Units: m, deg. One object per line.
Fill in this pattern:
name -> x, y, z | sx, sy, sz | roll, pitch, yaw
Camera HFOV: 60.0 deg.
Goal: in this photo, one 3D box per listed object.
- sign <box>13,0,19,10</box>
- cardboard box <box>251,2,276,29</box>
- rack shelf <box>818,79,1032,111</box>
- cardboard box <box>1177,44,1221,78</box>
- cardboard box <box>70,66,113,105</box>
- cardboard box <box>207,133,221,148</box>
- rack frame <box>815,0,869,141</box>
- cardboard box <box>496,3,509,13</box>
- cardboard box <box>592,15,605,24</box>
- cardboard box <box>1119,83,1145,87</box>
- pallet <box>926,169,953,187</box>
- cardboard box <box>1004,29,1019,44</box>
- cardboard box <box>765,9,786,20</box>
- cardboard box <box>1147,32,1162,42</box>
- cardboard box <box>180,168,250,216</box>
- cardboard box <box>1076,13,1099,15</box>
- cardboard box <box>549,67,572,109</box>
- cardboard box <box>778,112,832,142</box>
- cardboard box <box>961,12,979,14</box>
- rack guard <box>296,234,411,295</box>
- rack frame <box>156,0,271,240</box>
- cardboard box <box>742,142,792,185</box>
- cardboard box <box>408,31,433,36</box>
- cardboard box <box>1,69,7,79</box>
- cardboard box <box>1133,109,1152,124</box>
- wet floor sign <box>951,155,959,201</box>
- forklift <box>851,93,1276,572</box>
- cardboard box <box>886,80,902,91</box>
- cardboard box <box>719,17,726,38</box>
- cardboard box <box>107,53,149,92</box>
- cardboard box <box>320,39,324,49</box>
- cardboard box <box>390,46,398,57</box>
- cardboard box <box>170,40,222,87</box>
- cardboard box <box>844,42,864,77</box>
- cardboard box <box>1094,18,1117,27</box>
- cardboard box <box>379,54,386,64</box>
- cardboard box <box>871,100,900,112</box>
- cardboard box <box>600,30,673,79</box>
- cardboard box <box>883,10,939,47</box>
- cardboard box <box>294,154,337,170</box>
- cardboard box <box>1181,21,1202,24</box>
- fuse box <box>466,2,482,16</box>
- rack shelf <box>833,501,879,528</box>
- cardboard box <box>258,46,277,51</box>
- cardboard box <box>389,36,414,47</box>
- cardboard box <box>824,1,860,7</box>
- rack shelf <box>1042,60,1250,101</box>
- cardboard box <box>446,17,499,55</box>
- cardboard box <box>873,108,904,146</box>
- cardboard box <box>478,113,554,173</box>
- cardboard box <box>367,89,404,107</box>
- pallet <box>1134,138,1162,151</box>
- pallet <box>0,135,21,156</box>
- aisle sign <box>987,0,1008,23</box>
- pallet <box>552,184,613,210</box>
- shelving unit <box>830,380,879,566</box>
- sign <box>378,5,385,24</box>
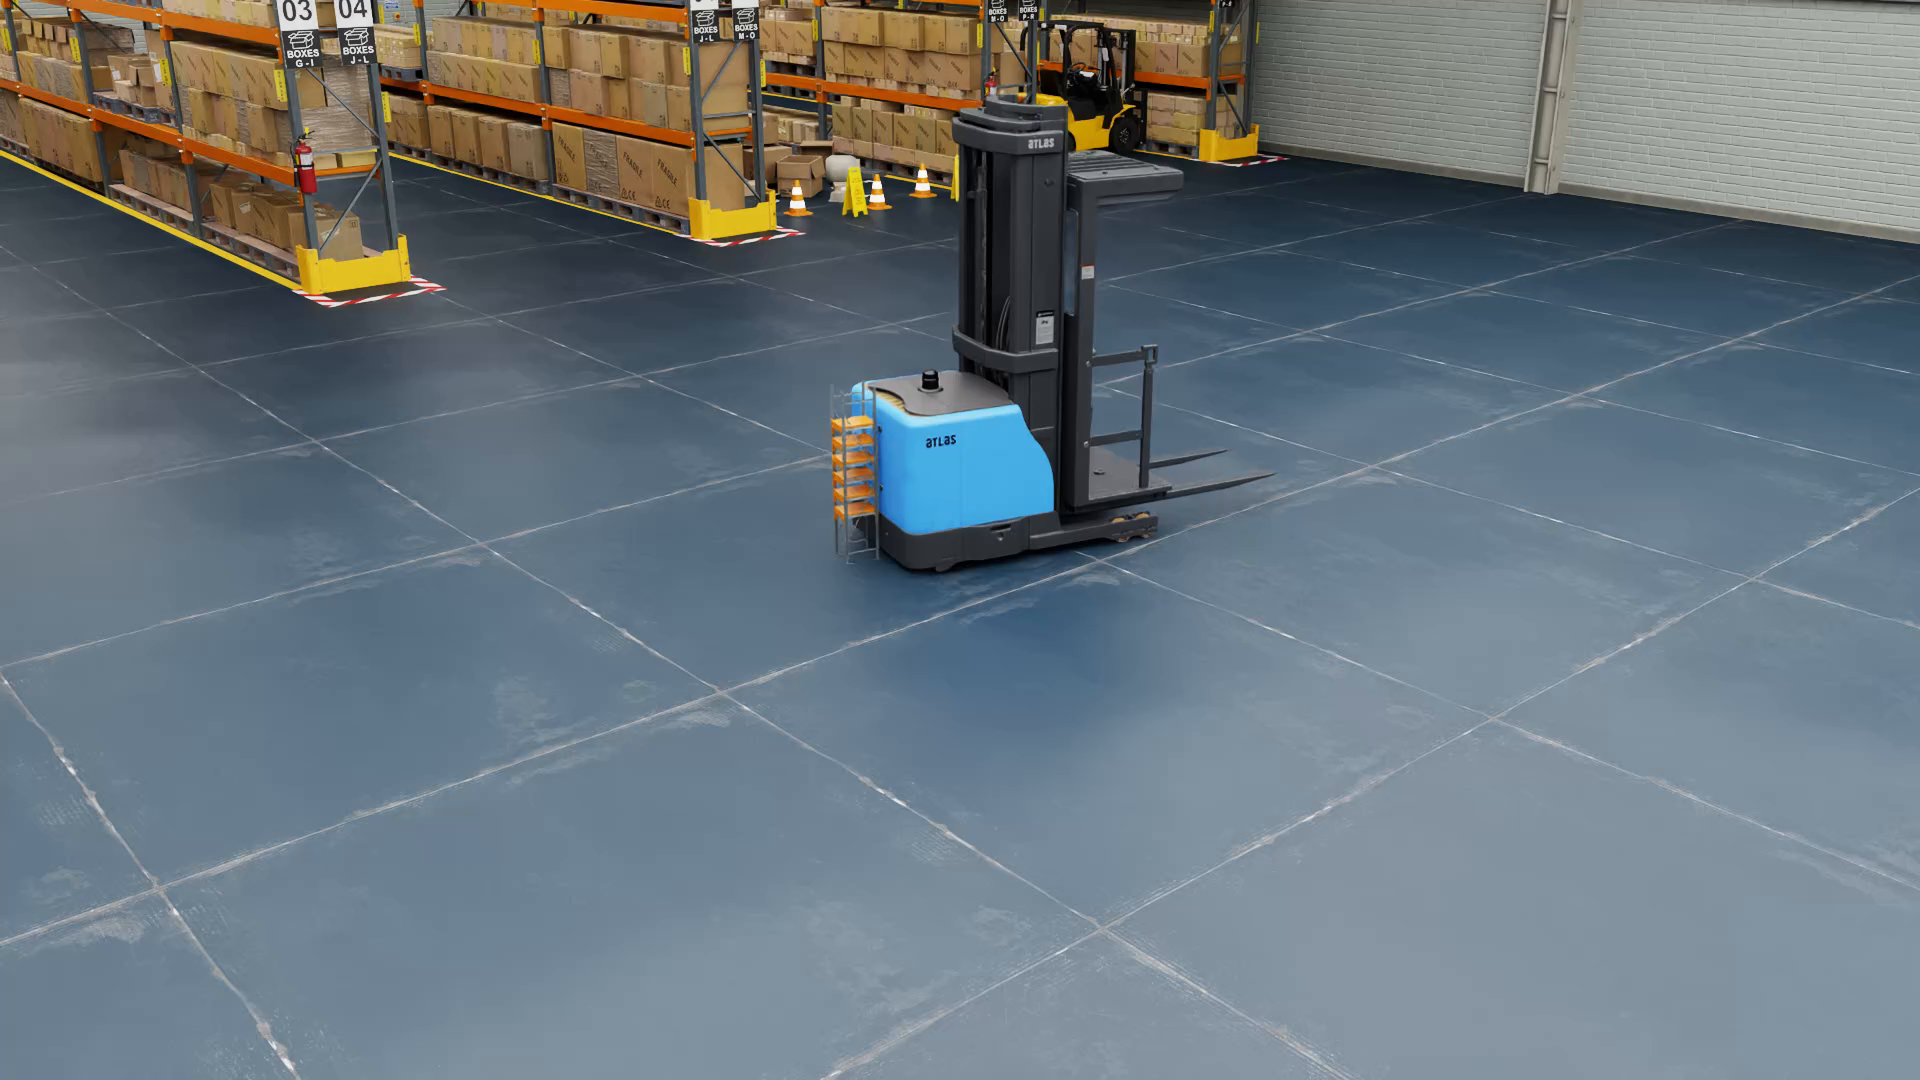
sign -> -16.815, -9.467, 29.628 | 0.100, 0.325, 0.005 | -17, 27, -37
cardboard box -> -7.298, -5.671, 17.942 | 0.500, 0.250, 0.500 | -17, 27, -36
rack shelf -> -0.589, -6.848, 25.842 | 1.077, 0.370, 4.000 | -17, 27, -37
cardboard box -> 3.954, -7.933, 27.488 | 0.500, 0.500, 0.500 | -18, 28, -39
cardboard box -> -12.523, -6.606, 24.099 | 0.500, 0.500, 0.500 | -16, 27, -36
cardboard box -> -8.850, -4.848, 20.094 | 0.380, 0.149, 0.250 | -17, 27, -37
rack frame -> -1.895, -7.736, 27.121 | 1.000, 3.000, 0.127 | -17, 27, -37
cardboard box -> -9.288, -11.222, 34.513 | 0.500, 0.500, 0.500 | -18, 28, -39
cardboard box -> -6.694, -10.134, 31.737 | 0.500, 0.500, 0.500 | -18, 27, -38
cardboard box -> 2.993, -7.930, 29.440 | 0.500, 0.250, 0.500 | -17, 27, -37
pallet -> 0.163, -5.586, 25.456 | 1.003, 0.211, 1.213 | -17, 27, -37
cardboard box -> 1.008, -9.296, 30.626 | 0.500, 0.250, 0.500 | -18, 28, -39
cardboard box -> -3.024, -8.749, 27.700 | 0.380, 0.149, 0.250 | -19, 28, -40
cardboard box -> 3.360, -8.474, 27.981 | 0.380, 0.149, 0.250 | -19, 28, -39
cardboard box -> -9.787, -4.592, 21.920 | 0.500, 0.500, 0.700 | 20, 29, 41
cardboard box -> 2.300, -9.389, 29.908 | 0.380, 0.149, 0.250 | -17, 27, -37
cardboard box -> -5.329, -6.500, 23.761 | 0.875, 0.550, 0.550 | -17, 27, -37
cardboard box -> -2.711, -7.050, 28.397 | 0.950, 0.372, 0.625 | -15, 26, -34
cardboard box -> 0.209, -10.147, 32.252 | 0.380, 0.149, 0.250 | -18, 28, -38
rack guard -> -6.841, -3.128, 18.786 | 1.175, 0.500, 0.348 | -17, 27, -37
rack frame -> -9.402, -5.376, 21.098 | 1.000, 3.000, 0.127 | -17, 27, -37
cardboard box -> -2.965, -5.670, 25.085 | 0.797, 0.637, 0.503 | -17, 27, -37
cardboard box -> -9.029, -8.454, 27.908 | 0.380, 0.149, 0.250 | -16, 26, -35
cardboard box -> -15.407, -7.618, 27.166 | 0.380, 0.149, 0.250 | -18, 28, -38
cardboard box -> 3.248, -7.300, 28.518 | 0.500, 0.250, 0.500 | -18, 28, -39
wet floor sign -> 0.030, -5.227, 23.945 | 0.267, 0.644, 0.232 | -8, 23, -19
forklift -> 0.804, -1.510, 11.320 | 3.031, 2.935, 1.130 | -10, 24, -24
cardboard box -> -0.919, -7.037, 25.681 | 0.380, 0.149, 0.250 | -18, 27, -38
cardboard box -> -4.042, -8.900, 28.972 | 0.500, 0.500, 0.500 | -16, 26, -35
cardboard box -> -11.631, -6.584, 23.468 | 0.500, 0.500, 0.500 | 18, 28, 39
cardboard box -> -11.331, -8.991, 29.782 | 0.500, 0.500, 0.500 | -17, 27, -37
cardboard box -> -9.033, -7.953, 27.037 | 0.380, 0.149, 0.250 | -16, 27, -35
cardboard box -> -9.301, -5.842, 20.371 | 0.500, 0.500, 0.500 | -17, 27, -37
cardboard box -> -1.473, -7.600, 26.229 | 0.500, 0.500, 0.500 | -18, 27, -38
cardboard box -> 2.539, -8.967, 28.830 | 0.380, 0.149, 0.250 | -18, 28, -38
cardboard box -> -9.349, -7.950, 27.436 | 0.380, 0.149, 0.250 | -18, 28, -38
cardboard box -> -1.163, -6.811, 26.037 | 0.380, 0.149, 0.250 | -16, 26, -34
cardboard box -> -4.317, -6.541, 22.385 | 0.875, 0.550, 0.500 | -17, 27, -37
cardboard box -> -0.739, -7.799, 25.368 | 0.700, 0.500, 0.500 | -18, 27, -38
cardboard box -> -7.134, -4.184, 18.398 | 0.380, 0.149, 0.250 | -17, 27, -37
cardboard box -> 3.938, -8.666, 28.061 | 0.380, 0.149, 0.250 | -17, 27, -37
fuse box -> -11.739, -12.463, 40.958 | 0.539, 1.711, 0.414 | -17, 27, -37
rack shelf -> -0.691, -0.174, 11.061 | 0.258, 0.103, 0.180 | -10, 24, -24
cardboard box -> -7.923, -5.553, 19.633 | 0.500, 0.500, 0.500 | -17, 27, -37
cardboard box -> -9.019, -8.086, 26.969 | 0.380, 0.149, 0.250 | -18, 28, -38
cardboard box -> -2.362, -10.824, 34.293 | 0.700, 0.500, 0.500 | -18, 27, -38
rack shelf -> 3.169, -8.031, 28.861 | 1.077, 0.370, 4.000 | -17, 27, -37
cardboard box -> -7.573, -7.881, 25.984 | 0.700, 0.500, 0.500 | -18, 28, -38
cardboard box -> -1.019, -6.484, 26.092 | 0.500, 0.500, 0.500 | -16, 26, -35
cardboard box -> -6.679, -6.095, 25.441 | 1.050, 0.750, 0.750 | -17, 27, -37
cardboard box -> -9.840, -7.565, 28.509 | 0.500, 0.250, 0.500 | -16, 27, -35
pallet -> 3.151, -7.053, 29.202 | 1.003, 0.211, 1.213 | -17, 27, -37
pallet -> -15.862, -6.854, 28.695 | 1.003, 0.211, 1.213 | -17, 27, -37
aisle sign -> 0.537, -7.755, 23.606 | 0.394, 0.787, 0.004 | -17, 27, -37
pallet -> -5.142, -5.002, 23.966 | 1.003, 0.211, 1.213 | -17, 27, -37
shelving unit -> -0.691, -0.438, 10.957 | 0.258, 1.200, 0.189 | -10, 24, -24
sign -> -10.383, -9.412, 29.813 | 0.100, 0.325, 0.005 | -17, 27, -37
